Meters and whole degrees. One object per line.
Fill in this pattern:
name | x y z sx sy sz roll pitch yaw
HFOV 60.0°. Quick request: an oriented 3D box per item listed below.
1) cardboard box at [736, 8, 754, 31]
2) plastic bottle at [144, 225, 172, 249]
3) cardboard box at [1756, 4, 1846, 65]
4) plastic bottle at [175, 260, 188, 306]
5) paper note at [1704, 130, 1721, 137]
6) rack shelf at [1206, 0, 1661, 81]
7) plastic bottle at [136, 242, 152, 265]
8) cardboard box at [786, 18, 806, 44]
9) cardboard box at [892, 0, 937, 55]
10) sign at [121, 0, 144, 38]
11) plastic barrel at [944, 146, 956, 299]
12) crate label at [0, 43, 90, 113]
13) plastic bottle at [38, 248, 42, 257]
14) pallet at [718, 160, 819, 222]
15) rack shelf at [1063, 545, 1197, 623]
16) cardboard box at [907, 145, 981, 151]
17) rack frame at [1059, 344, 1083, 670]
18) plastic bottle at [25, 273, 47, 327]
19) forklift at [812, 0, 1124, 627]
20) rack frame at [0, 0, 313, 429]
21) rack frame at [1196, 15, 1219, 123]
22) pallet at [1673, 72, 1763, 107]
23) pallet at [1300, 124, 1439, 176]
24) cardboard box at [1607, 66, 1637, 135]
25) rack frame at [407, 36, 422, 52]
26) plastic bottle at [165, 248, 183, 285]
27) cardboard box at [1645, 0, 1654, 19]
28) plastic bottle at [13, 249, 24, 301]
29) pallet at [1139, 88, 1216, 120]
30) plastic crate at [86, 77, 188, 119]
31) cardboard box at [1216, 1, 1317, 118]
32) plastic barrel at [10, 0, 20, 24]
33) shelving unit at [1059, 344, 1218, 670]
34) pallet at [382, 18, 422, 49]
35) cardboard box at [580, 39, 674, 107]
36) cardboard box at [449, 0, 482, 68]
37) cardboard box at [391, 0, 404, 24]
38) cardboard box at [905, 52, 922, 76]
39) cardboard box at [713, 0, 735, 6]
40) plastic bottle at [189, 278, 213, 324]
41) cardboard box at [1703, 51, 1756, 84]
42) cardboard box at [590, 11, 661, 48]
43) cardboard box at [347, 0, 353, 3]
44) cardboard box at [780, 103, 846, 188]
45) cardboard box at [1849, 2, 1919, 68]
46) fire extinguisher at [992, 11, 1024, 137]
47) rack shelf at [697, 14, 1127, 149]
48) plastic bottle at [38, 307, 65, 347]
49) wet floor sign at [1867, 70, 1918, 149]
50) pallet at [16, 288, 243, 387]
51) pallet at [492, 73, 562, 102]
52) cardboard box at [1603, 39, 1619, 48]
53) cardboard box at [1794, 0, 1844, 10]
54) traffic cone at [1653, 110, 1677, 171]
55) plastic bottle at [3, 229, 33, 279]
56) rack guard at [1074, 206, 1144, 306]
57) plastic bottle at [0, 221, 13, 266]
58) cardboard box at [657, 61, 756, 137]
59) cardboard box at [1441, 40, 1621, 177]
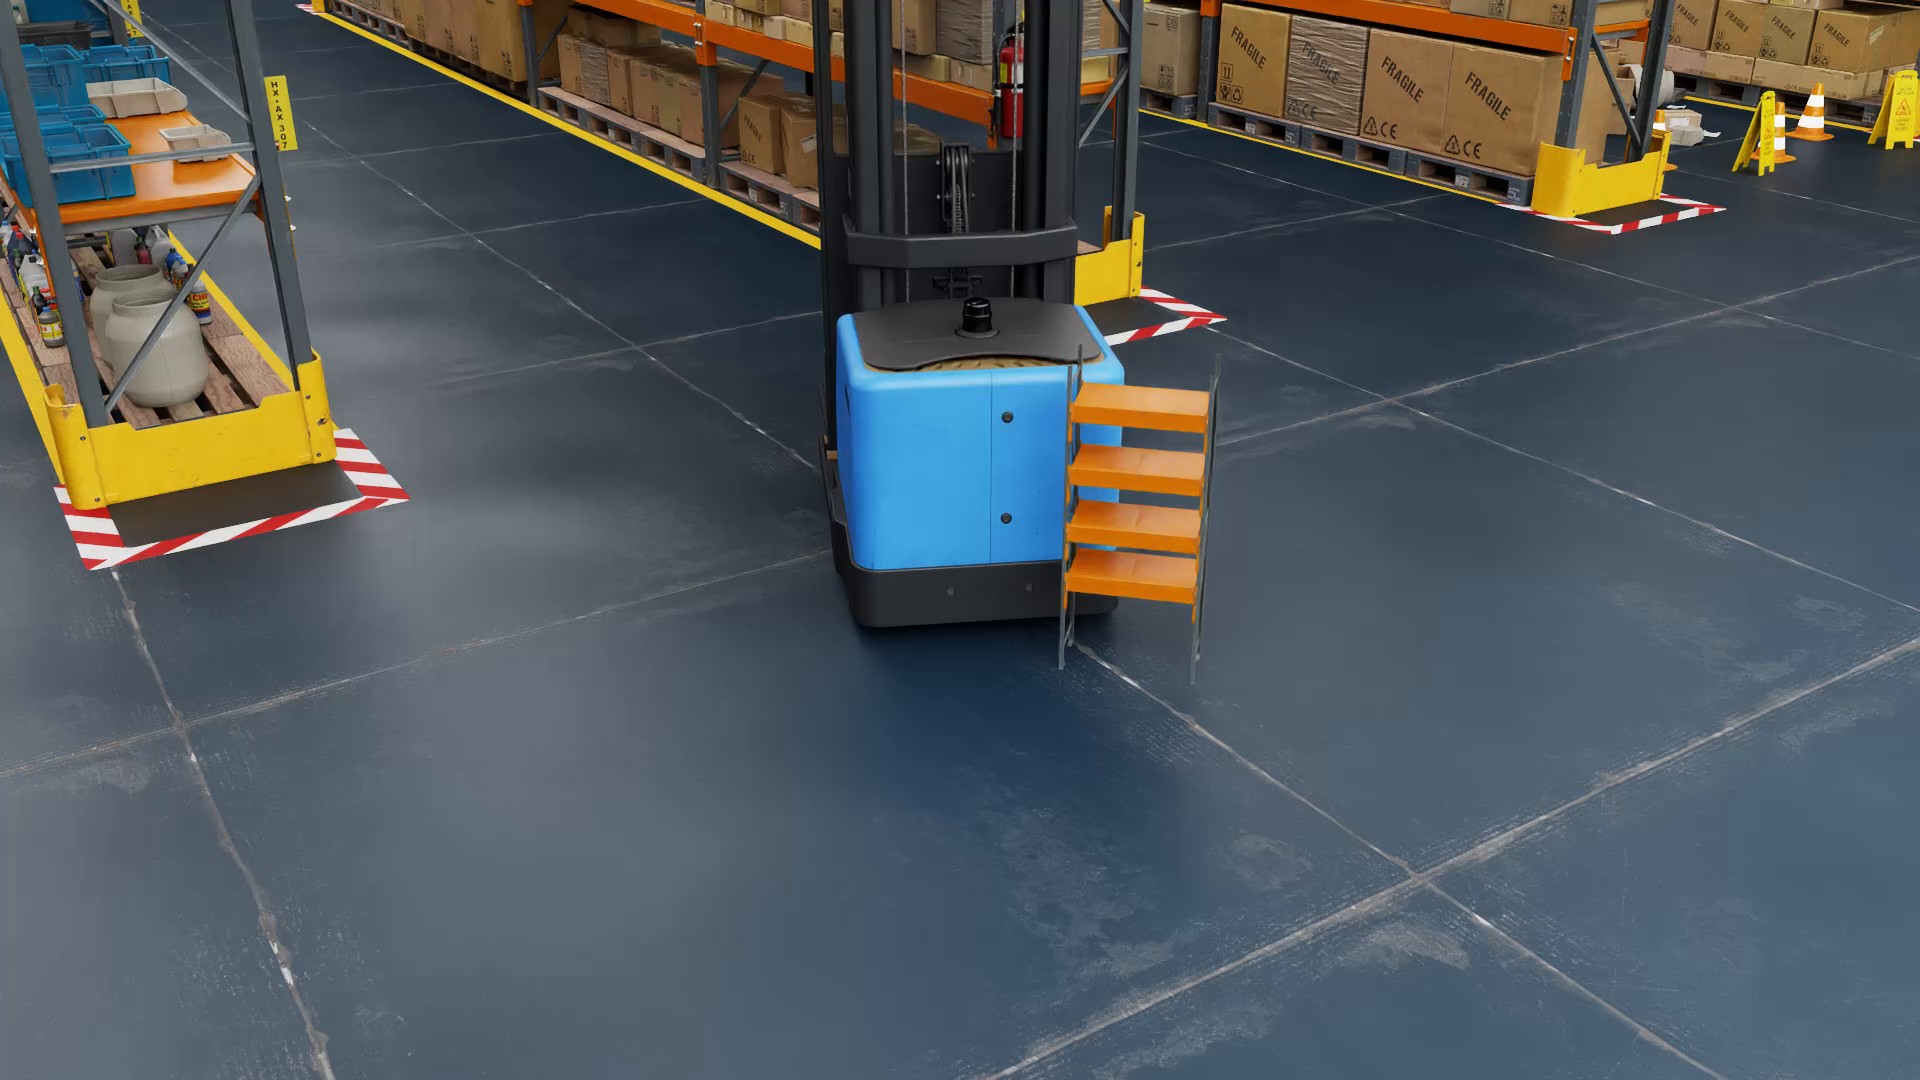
cardboard box | -1.401 -3.811 12.104 0.380 0.149 0.250 -16 29 -30
plastic bottle | -4.827 -1.747 10.024 0.144 0.351 0.185 -16 29 -30
cardboard box | 7.992 -4.823 15.804 0.500 0.500 0.500 -14 29 -28
plastic bottle | -4.434 -1.471 9.533 0.097 0.271 0.097 0 25 0
paper note | 6.751 -3.658 14.962 0.142 0.019 0.148 18 31 33
rack shelf | 3.751 -4.326 13.743 1.077 0.370 4.000 -16 29 -30
plastic bottle | -4.831 -1.632 9.860 0.061 0.283 0.133 -16 29 -30
cardboard box | -0.983 -3.545 11.540 0.380 0.149 0.250 -16 29 -30
cardboard box | -0.019 -3.350 10.367 0.875 0.500 0.500 -16 29 -30
sign | -5.234 -3.342 10.492 0.100 0.325 0.005 -16 29 -30
plastic barrel | -4.368 -2.646 10.636 3.003 1.474 11.778 -16 29 -30
crate label | -4.749 -2.273 8.511 0.502 0.435 0.616 -16 29 -30
plastic bottle | -5.428 -1.649 9.910 0.097 0.271 0.097 0 25 0
pallet | -1.155 -2.754 12.837 1.003 0.211 1.213 -16 29 -30
rack shelf | 0.641 0.159 6.131 0.480 0.148 0.258 6 26 12
cardboard box | -0.050 -2.309 11.064 0.500 0.500 0.500 -8 26 -16
rack frame | 0.404 -0.106 6.068 0.015 1.200 0.240 6 26 12
plastic bottle | -5.078 -1.330 9.230 0.152 0.276 0.135 -16 30 -31
forklift | 4.935 -4.774 13.930 13.043 2.935 16.498 -3 25 -7
rack frame | -3.518 -1.662 7.257 1.000 3.000 0.127 -16 29 -30
rack frame | 2.659 -5.367 15.105 1.000 3.000 0.127 -16 29 -30
pallet | 7.818 -4.627 16.804 1.003 0.211 1.213 -16 29 -30
pallet | 3.679 -3.379 14.160 1.003 0.211 1.213 -16 29 -30
cardboard box | 5.855 -4.035 15.209 0.637 0.503 0.797 7 26 15
rack frame | -5.919 -7.109 18.794 1.000 3.000 0.127 -16 29 -30
plastic bottle | -4.599 -1.579 9.762 0.097 0.271 0.097 0 25 0
cardboard box | 7.150 -5.380 16.982 0.500 0.500 0.500 -14 29 -28
plastic bottle | -5.450 -1.542 9.669 0.061 0.283 0.133 -14 29 -27
pallet | 2.175 -4.364 16.248 1.003 0.211 1.213 -16 29 -30
plastic crate | -4.603 -2.452 9.239 0.530 0.136 0.437 -16 29 -30
cardboard box | 2.944 -4.355 14.958 0.875 0.875 0.875 -15 29 -29
plastic barrel | -6.440 -3.810 11.648 0.433 0.535 0.433 0 25 0
shelving unit | 0.639 -0.082 6.018 0.499 1.200 0.258 6 26 12
pallet | -6.268 -6.138 20.004 1.003 0.211 1.213 -16 29 -30
cardboard box | -3.039 -4.316 15.292 0.700 0.500 0.500 -18 31 -34
cardboard box | -4.575 -5.479 17.340 1.225 0.875 0.875 -15 29 -29
cardboard box | -6.212 -6.592 19.698 0.875 0.875 0.875 -16 29 -30
cardboard box | -0.136 -3.017 10.421 0.380 0.149 0.250 -16 29 -30
cardboard box | -1.358 -4.252 12.277 0.875 0.500 0.500 -16 29 -30
plastic bottle | -4.246 -1.348 9.273 0.097 0.271 0.097 0 25 0
cardboard box | 7.702 -4.672 16.362 0.500 0.250 0.500 -17 30 -31
cardboard box | -3.046 -4.666 15.154 0.500 0.250 0.500 -12 28 -24
cardboard box | -7.686 -7.558 21.744 0.875 0.875 0.875 -16 29 -30
cardboard box | -1.048 -2.951 12.424 0.500 0.500 0.500 -6 26 -13
cardboard box | 8.713 -4.773 15.697 0.500 0.500 0.500 -17 30 -31
fire extinguisher | 0.308 -2.633 9.405 0.296 0.674 0.183 -16 29 -30
rack shelf | -0.460 -3.206 11.371 1.077 0.370 4.000 -16 29 -30
plastic bottle | -4.888 -1.150 8.936 0.097 0.201 0.097 0 25 0
wet floor sign | 8.142 -3.744 14.425 0.267 0.644 0.232 -6 26 -12
pallet | -4.700 -1.145 9.429 1.003 0.211 1.213 -16 29 -30
pallet | -4.102 -4.716 16.994 1.003 0.211 1.213 -16 29 -30
cardboard box | 6.847 -5.229 17.542 0.500 0.250 0.500 -17 30 -32
cardboard box | 8.023 -5.046 15.517 0.380 0.149 0.250 -15 29 -28
traffic cone | 5.743 -3.310 13.719 0.336 0.463 0.334 -16 29 -30
plastic bottle | -5.695 -1.735 10.086 0.152 0.276 0.135 -14 29 -28
rack guard | 0.591 -1.713 10.294 1.175 0.500 0.348 -16 29 -30
plastic bottle | -5.895 -1.842 10.319 0.097 0.271 0.097 0 25 0
cardboard box | -2.113 -3.715 14.019 0.700 0.500 0.500 -16 29 -30
cardboard box | 4.417 -3.392 12.919 0.875 0.875 0.875 -15 29 -29
